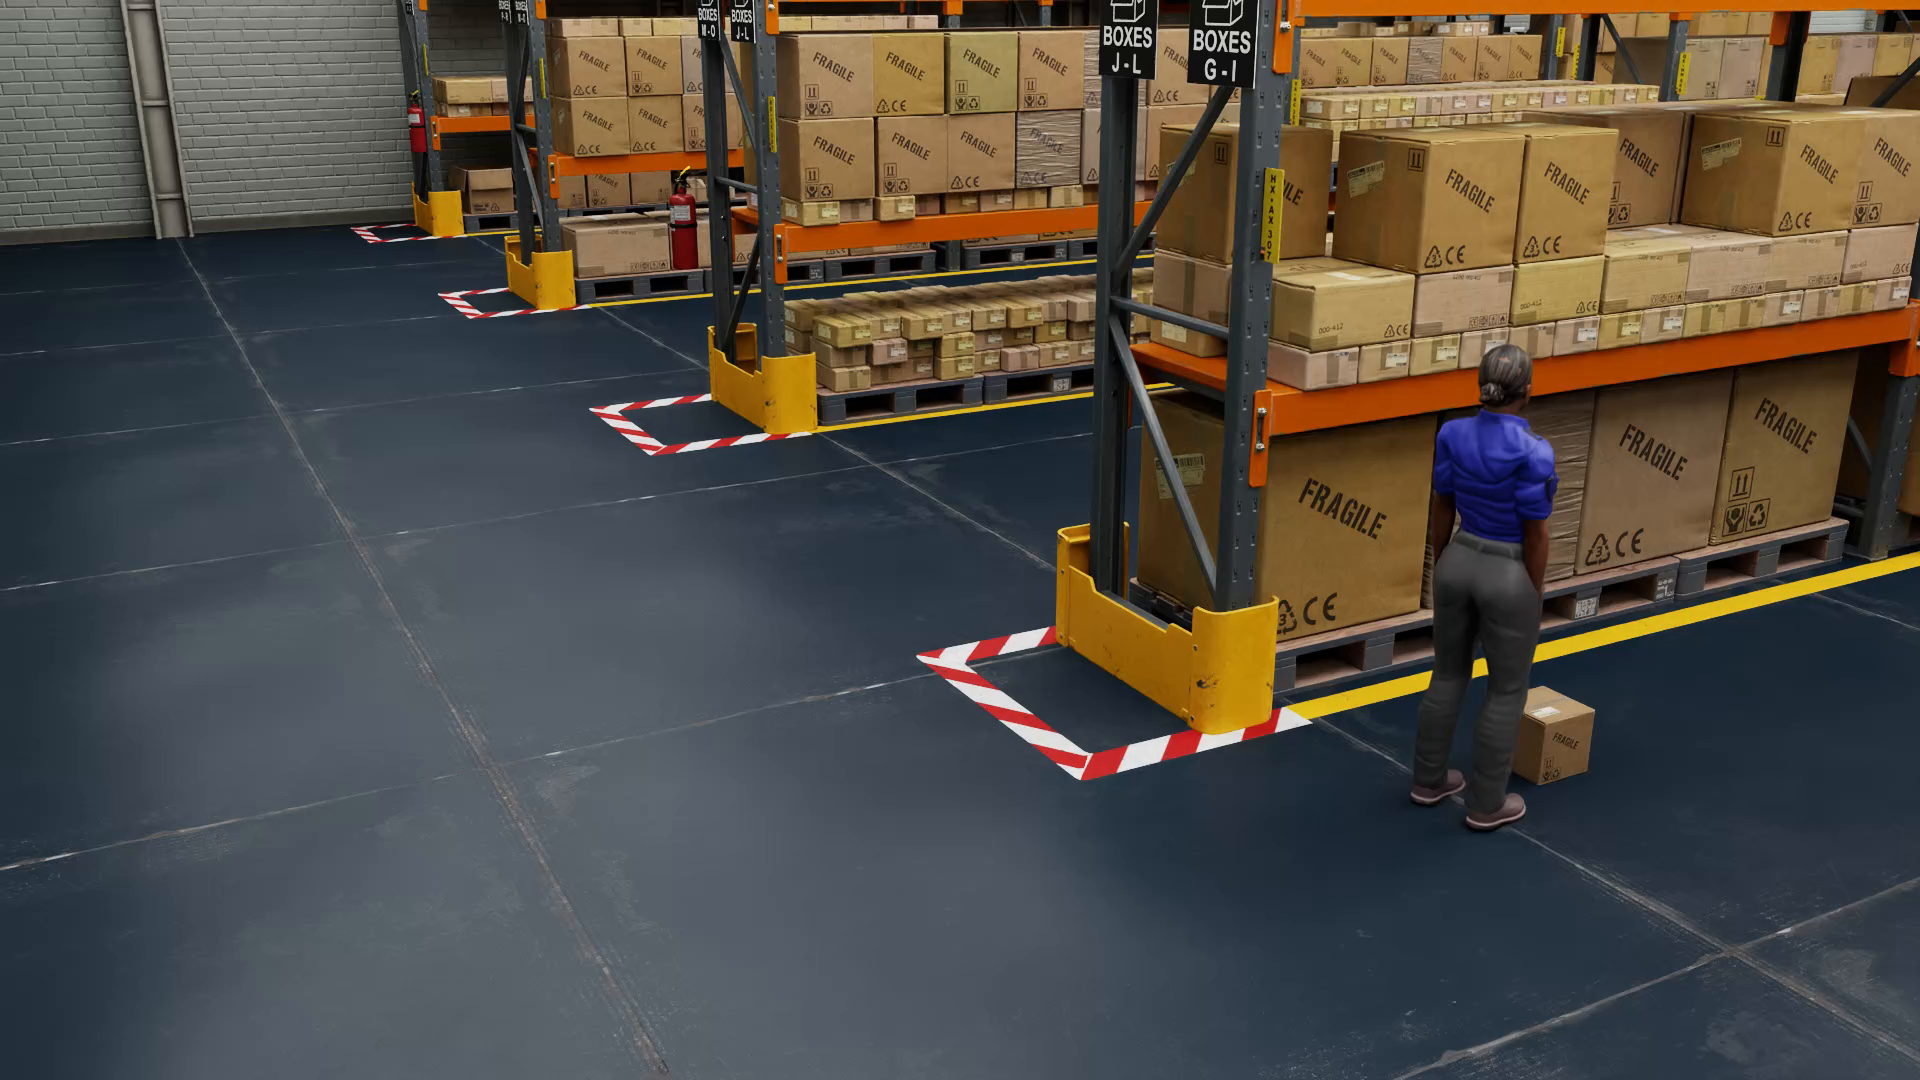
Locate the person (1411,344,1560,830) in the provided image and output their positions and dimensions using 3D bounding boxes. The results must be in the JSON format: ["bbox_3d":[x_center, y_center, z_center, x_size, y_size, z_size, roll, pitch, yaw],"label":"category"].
[{"bbox_3d":[1.777,0.154,5.618,0.307,1.661,0.438,-15,24,-38],"label":"person"}]
